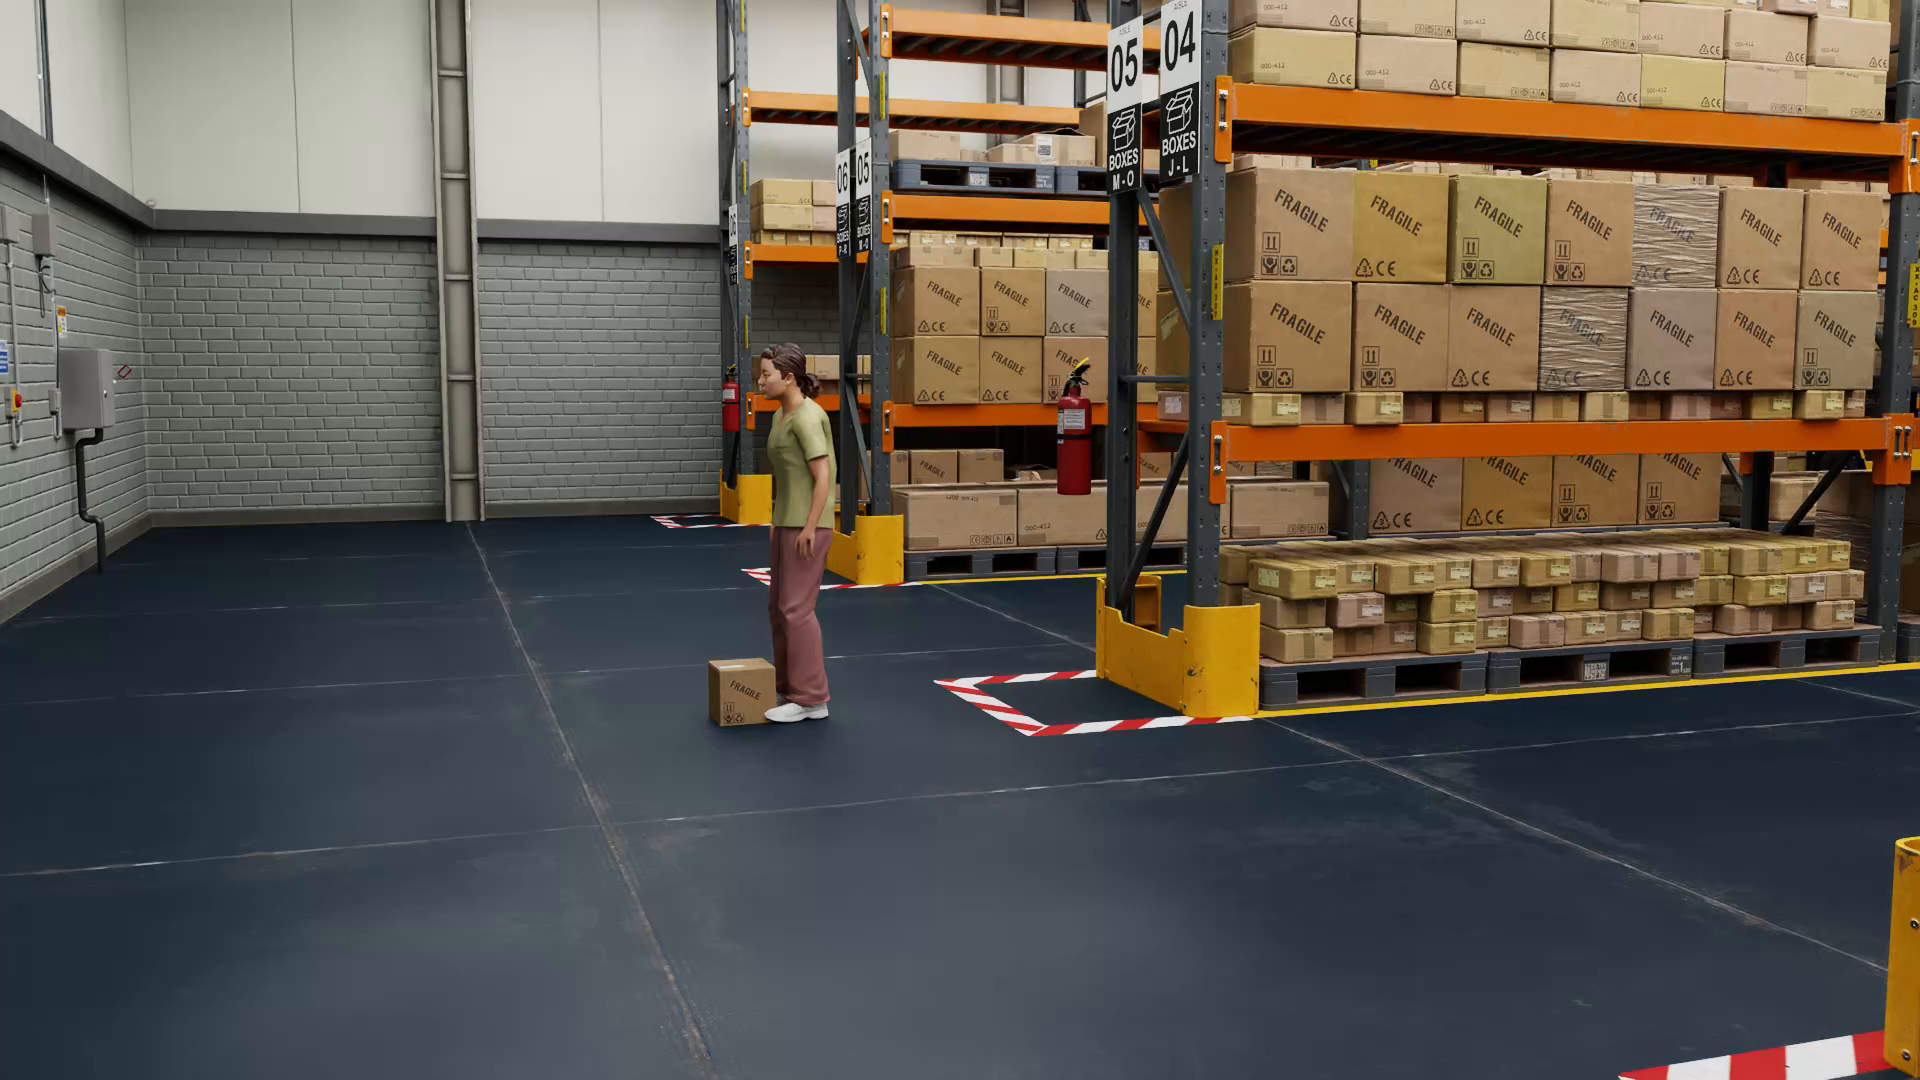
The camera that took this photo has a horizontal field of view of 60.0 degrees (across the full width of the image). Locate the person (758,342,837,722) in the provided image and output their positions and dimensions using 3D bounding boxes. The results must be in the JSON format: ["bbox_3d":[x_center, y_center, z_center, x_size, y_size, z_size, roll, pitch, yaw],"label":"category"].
[{"bbox_3d":[-0.741,-0.040,7.418,0.357,1.673,0.520,-2,6,-22],"label":"person"}]
